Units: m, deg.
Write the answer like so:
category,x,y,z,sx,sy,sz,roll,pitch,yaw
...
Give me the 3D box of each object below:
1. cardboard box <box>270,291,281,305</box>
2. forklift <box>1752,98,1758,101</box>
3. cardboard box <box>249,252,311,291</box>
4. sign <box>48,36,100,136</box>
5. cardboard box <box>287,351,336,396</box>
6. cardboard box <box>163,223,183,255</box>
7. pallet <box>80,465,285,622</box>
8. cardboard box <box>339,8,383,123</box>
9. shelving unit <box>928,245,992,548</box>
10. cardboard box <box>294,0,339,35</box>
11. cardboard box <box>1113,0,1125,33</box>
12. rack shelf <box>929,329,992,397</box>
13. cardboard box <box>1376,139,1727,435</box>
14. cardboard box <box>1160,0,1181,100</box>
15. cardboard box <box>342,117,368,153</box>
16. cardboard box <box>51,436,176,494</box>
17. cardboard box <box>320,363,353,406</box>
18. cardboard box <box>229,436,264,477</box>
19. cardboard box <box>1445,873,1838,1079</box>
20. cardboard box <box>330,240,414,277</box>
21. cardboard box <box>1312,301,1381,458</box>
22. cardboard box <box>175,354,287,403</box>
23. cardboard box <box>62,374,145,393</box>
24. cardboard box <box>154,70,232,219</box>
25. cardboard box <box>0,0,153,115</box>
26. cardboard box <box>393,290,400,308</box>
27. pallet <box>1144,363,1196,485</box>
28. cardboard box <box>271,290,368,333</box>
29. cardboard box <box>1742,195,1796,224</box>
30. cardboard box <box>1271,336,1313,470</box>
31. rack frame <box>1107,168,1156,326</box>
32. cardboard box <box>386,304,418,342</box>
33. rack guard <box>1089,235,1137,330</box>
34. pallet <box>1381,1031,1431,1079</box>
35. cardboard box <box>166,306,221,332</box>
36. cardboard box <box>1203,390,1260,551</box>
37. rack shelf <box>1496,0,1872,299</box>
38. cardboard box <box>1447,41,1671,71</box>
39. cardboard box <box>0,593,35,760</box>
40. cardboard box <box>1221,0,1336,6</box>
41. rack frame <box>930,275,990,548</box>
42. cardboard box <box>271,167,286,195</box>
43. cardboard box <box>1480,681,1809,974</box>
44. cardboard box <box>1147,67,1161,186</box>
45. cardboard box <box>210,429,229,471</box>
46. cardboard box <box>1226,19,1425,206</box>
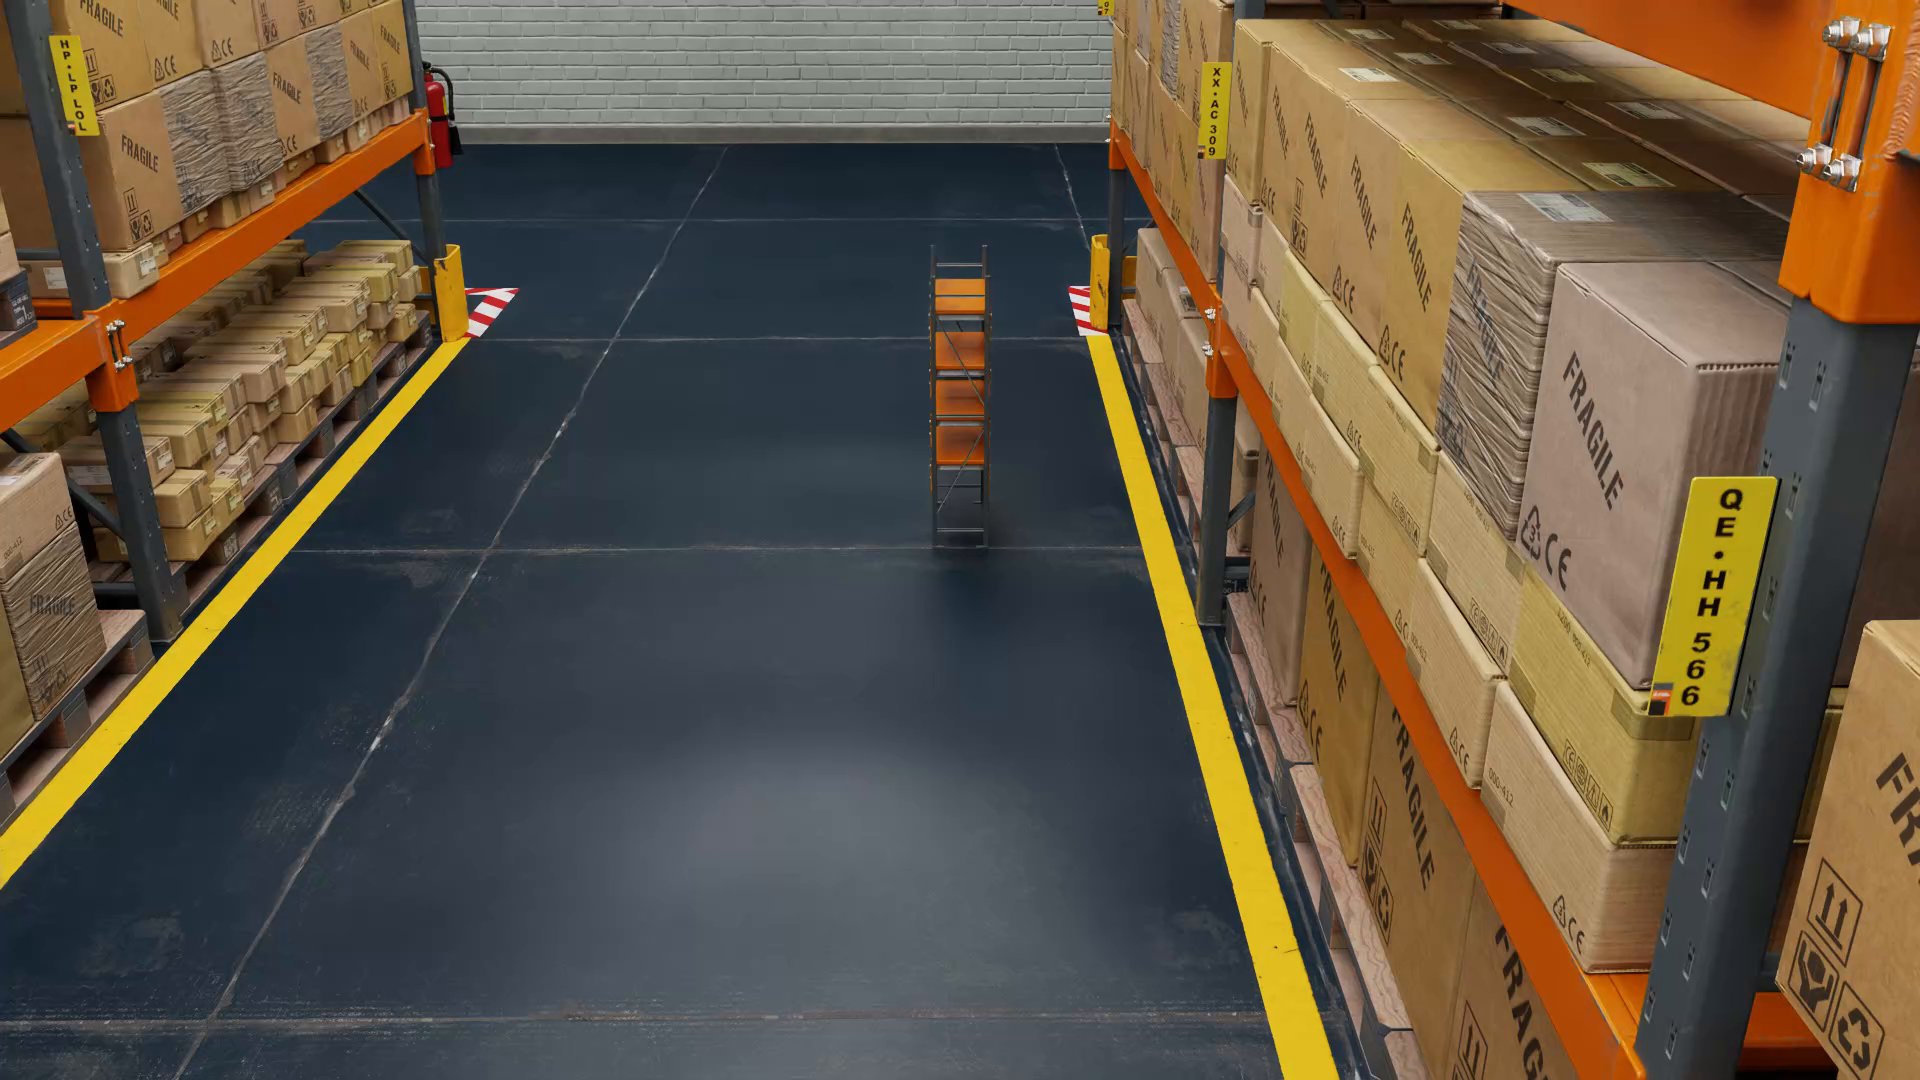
category,x,y,z,sx,sy,sz,roll,pitch,yaw
cardboard box,-3.774,-1.232,8.923,0.380,0.149,0.250,0,24,0
forklift,3.067,-1.385,6.755,1.130,2.935,3.031,0,24,0
cardboard box,-3.771,-1.468,9.083,0.380,0.149,0.250,0,24,0
sign,-2.962,-1.518,5.561,0.100,0.325,0.005,0,24,-1
cardboard box,-3.229,-0.800,7.968,0.380,0.149,0.250,0,24,0
cardboard box,-3.325,-1.206,6.581,0.380,0.149,0.250,-1,24,-3
pallet,-3.560,0.007,6.977,1.003,0.211,1.213,0,24,-1
cardboard box,-3.298,-2.420,8.477,0.500,0.500,0.500,-1,24,-1
shelving unit,-0.002,-0.615,7.154,0.258,1.200,0.503,0,24,-1
cardboard box,-3.287,-2.661,7.798,0.500,0.500,0.500,1,24,2
cardboard box,1.108,-3.001,8.910,0.500,0.500,0.500,-1,24,-2
rack shelf,-0.002,-0.757,7.089,0.258,0.148,0.480,0,24,-1
cardboard box,1.195,-0.531,3.450,0.500,0.500,0.500,0,24,-1
cardboard box,1.138,-2.164,7.059,0.500,0.500,0.500,0,24,0
cardboard box,-3.265,-2.076,8.506,0.380,0.149,0.250,0,24,1
cardboard box,-3.314,-0.293,6.485,0.380,0.149,0.250,1,24,2
cardboard box,-3.261,-0.777,8.278,0.380,0.149,0.250,0,24,0
cardboard box,-3.310,-0.347,7.326,0.380,0.149,0.250,-1,24,-2
cardboard box,1.551,1.090,3.270,0.875,0.875,0.875,0,24,-1
cardboard box,-3.301,-1.581,9.334,0.380,0.149,0.250,0,24,0
cardboard box,1.175,-0.396,4.061,0.500,0.250,0.500,-1,24,-2
cardboard box,-3.256,-0.723,7.437,0.380,0.149,0.250,0,24,1
cardboard box,-3.758,-0.610,7.187,0.380,0.149,0.250,1,24,1
cardboard box,-3.283,-1.577,6.614,0.500,0.500,0.500,0,24,-1
cardboard box,-3.278,-1.810,5.917,0.500,0.500,0.500,0,24,1
cardboard box,-3.320,-1.339,9.158,0.380,0.149,0.250,-1,24,-2
pallet,1.485,-0.597,8.315,1.003,0.211,1.213,0,24,-1
cardboard box,-3.228,-1.154,8.389,0.380,0.149,0.250,1,24,1
cardboard box,1.699,-0.312,2.965,0.500,0.500,0.500,0,24,0
cardboard box,1.169,-0.375,4.621,0.500,0.250,0.500,0,24,-1
rack frame,1.388,-2.699,9.577,1.000,3.000,0.127,0,24,-1
cardboard box,-3.242,-1.206,9.226,0.380,0.149,0.250,0,24,1
rack guard,1.388,-1.570,10.114,1.175,0.500,0.348,0,24,-1
pallet,1.542,1.543,3.582,1.003,0.211,1.213,0,24,-1
cardboard box,-3.860,-1.039,8.134,0.380,0.149,0.250,0,24,0
cardboard box,1.532,-0.334,6.947,0.875,0.438,0.875,-1,24,-1
rack shelf,1.453,-1.265,3.640,1.077,0.370,4.000,0,24,-1
cardboard box,1.701,-1.155,4.830,0.500,0.500,0.500,0,24,0
cardboard box,-3.252,0.476,5.081,0.500,0.500,0.500,-1,24,-2
cardboard box,1.110,-1.973,5.850,0.380,0.149,0.250,-1,24,-2
rack frame,0.001,-0.514,6.931,0.240,1.200,0.015,0,24,-1
cardboard box,-3.305,-1.643,7.547,0.380,0.149,0.250,1,24,1
cardboard box,1.210,0.459,2.777,0.500,0.250,0.500,-1,24,-2
cardboard box,1.149,-1.921,7.736,0.500,0.500,0.500,1,24,1
cardboard box,-3.332,-0.369,7.016,0.380,0.149,0.250,0,24,-1
cardboard box,1.149,-1.369,5.302,0.500,0.500,0.500,0,24,0
